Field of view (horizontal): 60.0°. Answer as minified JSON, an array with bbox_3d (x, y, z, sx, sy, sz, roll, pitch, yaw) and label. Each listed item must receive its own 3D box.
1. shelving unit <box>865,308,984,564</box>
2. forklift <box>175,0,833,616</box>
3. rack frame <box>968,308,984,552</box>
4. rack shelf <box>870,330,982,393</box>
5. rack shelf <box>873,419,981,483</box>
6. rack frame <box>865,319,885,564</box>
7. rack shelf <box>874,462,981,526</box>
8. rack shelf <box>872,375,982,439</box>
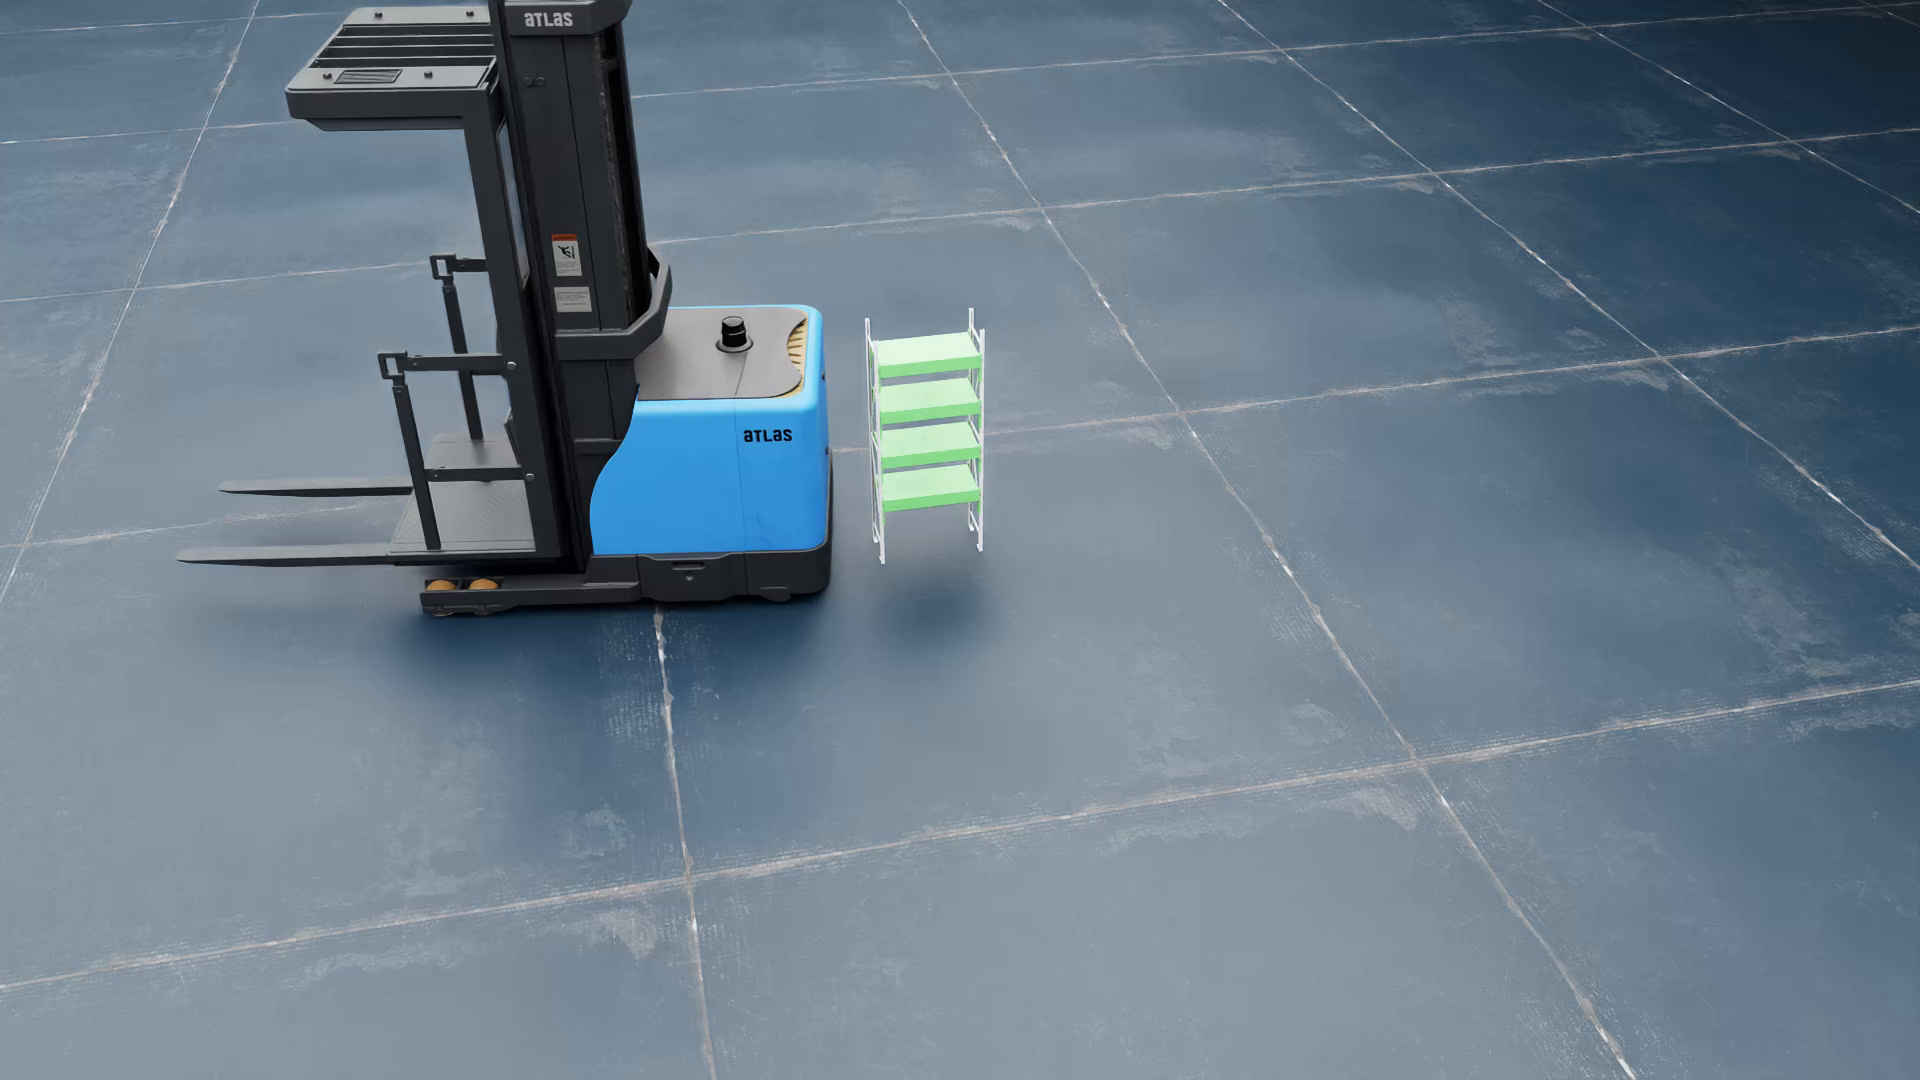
[{"bbox_3d":[-0.161,-0.478,7.885,0.503,1.200,0.258,-7,35,-11],"label":"shelving unit"},{"bbox_3d":[-2.145,-1.164,7.355,3.031,2.935,1.130,-1,34,-2],"label":"forklift"},{"bbox_3d":[0.077,-0.508,7.930,0.015,1.200,0.240,-7,35,-11],"label":"rack frame"},{"bbox_3d":[-0.161,-0.823,7.653,0.480,0.148,0.258,-7,35,-11],"label":"rack shelf"},{"bbox_3d":[-0.161,-0.425,7.921,0.480,0.148,0.258,-7,35,-11],"label":"rack shelf"},{"bbox_3d":[-0.399,-0.448,7.841,0.015,1.200,0.240,-7,35,-11],"label":"rack frame"},{"bbox_3d":[-0.161,-0.226,8.055,0.480,0.148,0.258,-7,35,-11],"label":"rack shelf"},{"bbox_3d":[-0.161,-0.624,7.787,0.480,0.148,0.258,-7,35,-11],"label":"rack shelf"}]
